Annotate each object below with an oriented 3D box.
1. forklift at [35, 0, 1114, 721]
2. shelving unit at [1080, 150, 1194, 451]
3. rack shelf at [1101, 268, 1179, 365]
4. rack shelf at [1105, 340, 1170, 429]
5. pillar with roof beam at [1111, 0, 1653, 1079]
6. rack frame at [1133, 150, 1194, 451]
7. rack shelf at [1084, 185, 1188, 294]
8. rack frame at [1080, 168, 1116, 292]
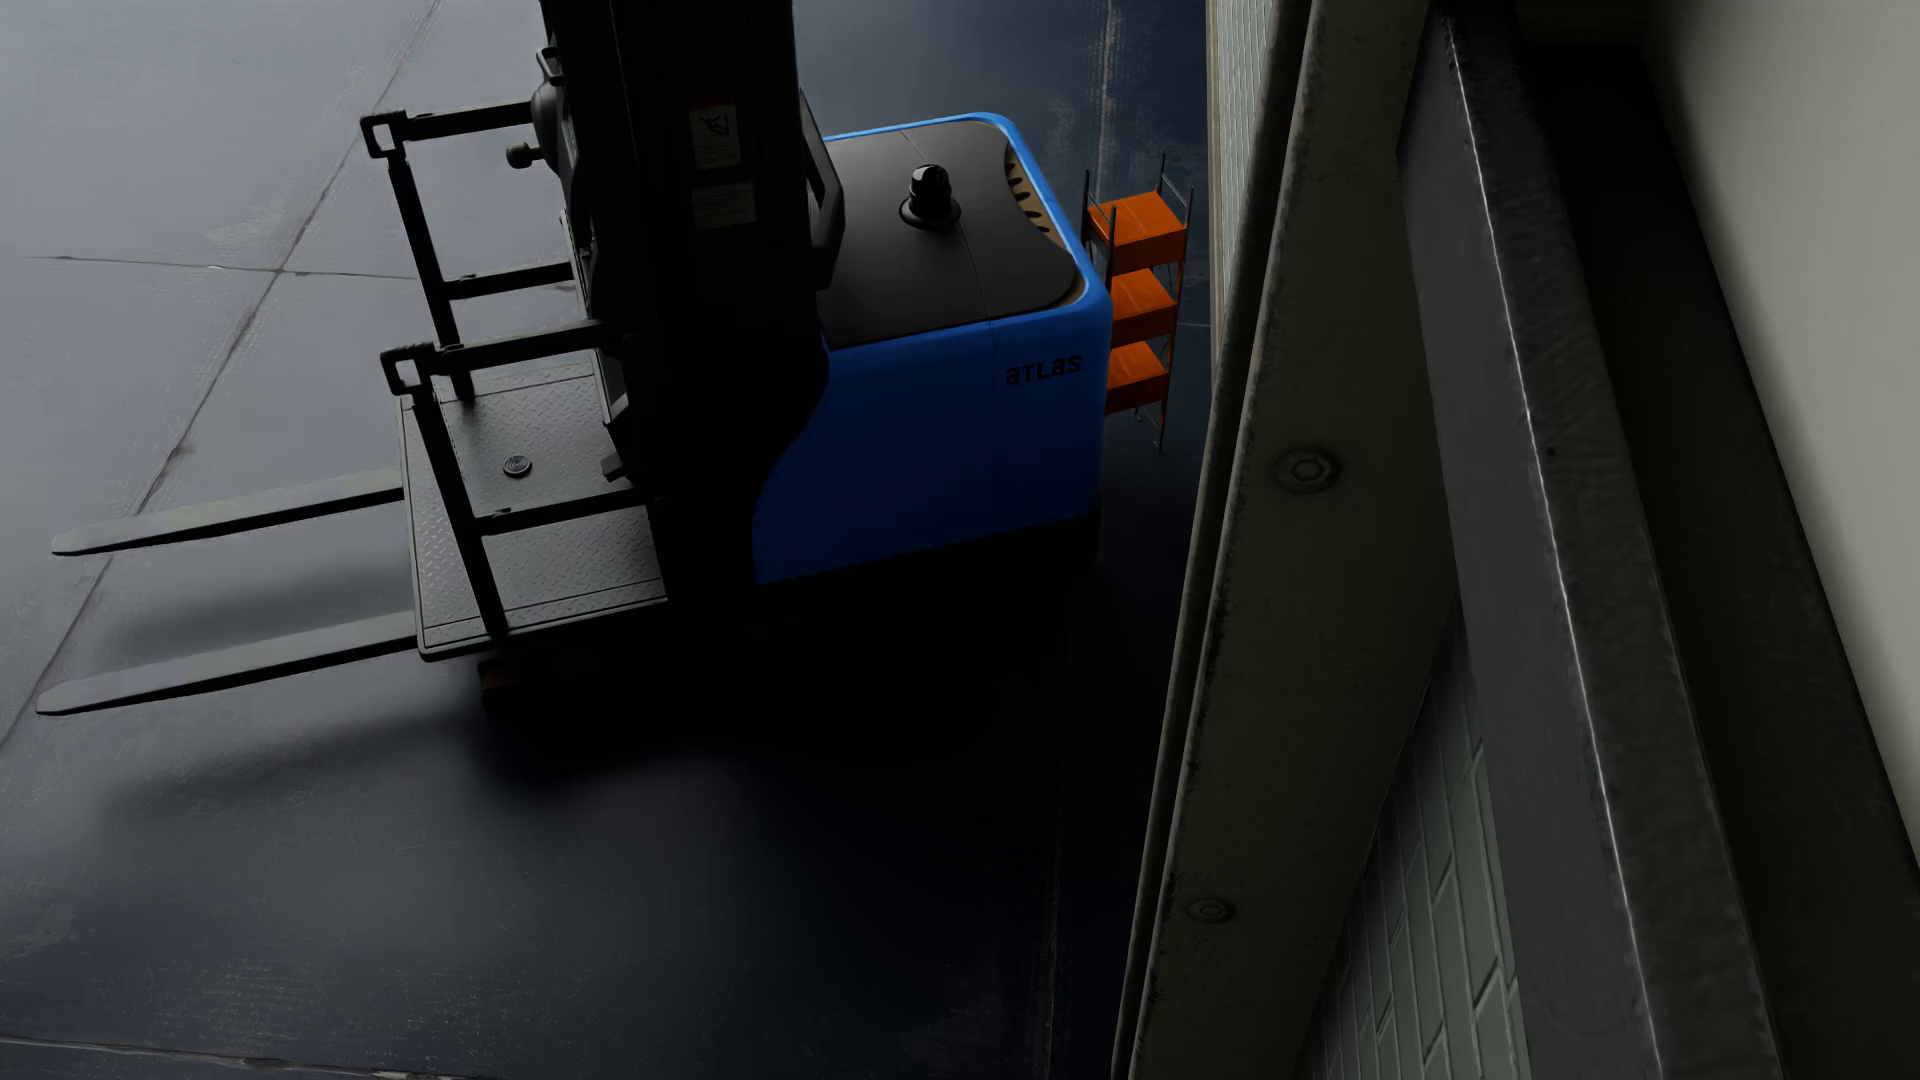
[{"bbox_3d":[-1.152,-0.918,4.103,3.031,2.935,1.130,-12,49,-11],"label":"forklift"},{"bbox_3d":[0.515,-0.685,5.165,0.252,1.050,0.215,-16,50,-14],"label":"shelving unit"},{"bbox_3d":[0.515,-0.678,5.173,0.240,0.259,0.215,-16,50,-14],"label":"rack shelf"},{"bbox_3d":[0.515,-0.490,5.378,0.240,0.259,0.215,-16,50,-14],"label":"rack shelf"},{"bbox_3d":[-3.779,-1.896,0.885,9.100,9.000,0.400,4,48,4],"label":"pillar with roof beam"},{"bbox_3d":[0.628,-0.718,5.195,0.008,1.050,0.200,-16,50,-14],"label":"rack frame"},{"bbox_3d":[0.515,-0.869,4.963,0.240,0.259,0.215,-16,50,-14],"label":"rack shelf"},{"bbox_3d":[0.401,-0.652,5.135,0.008,1.050,0.200,-16,50,-14],"label":"rack frame"}]
